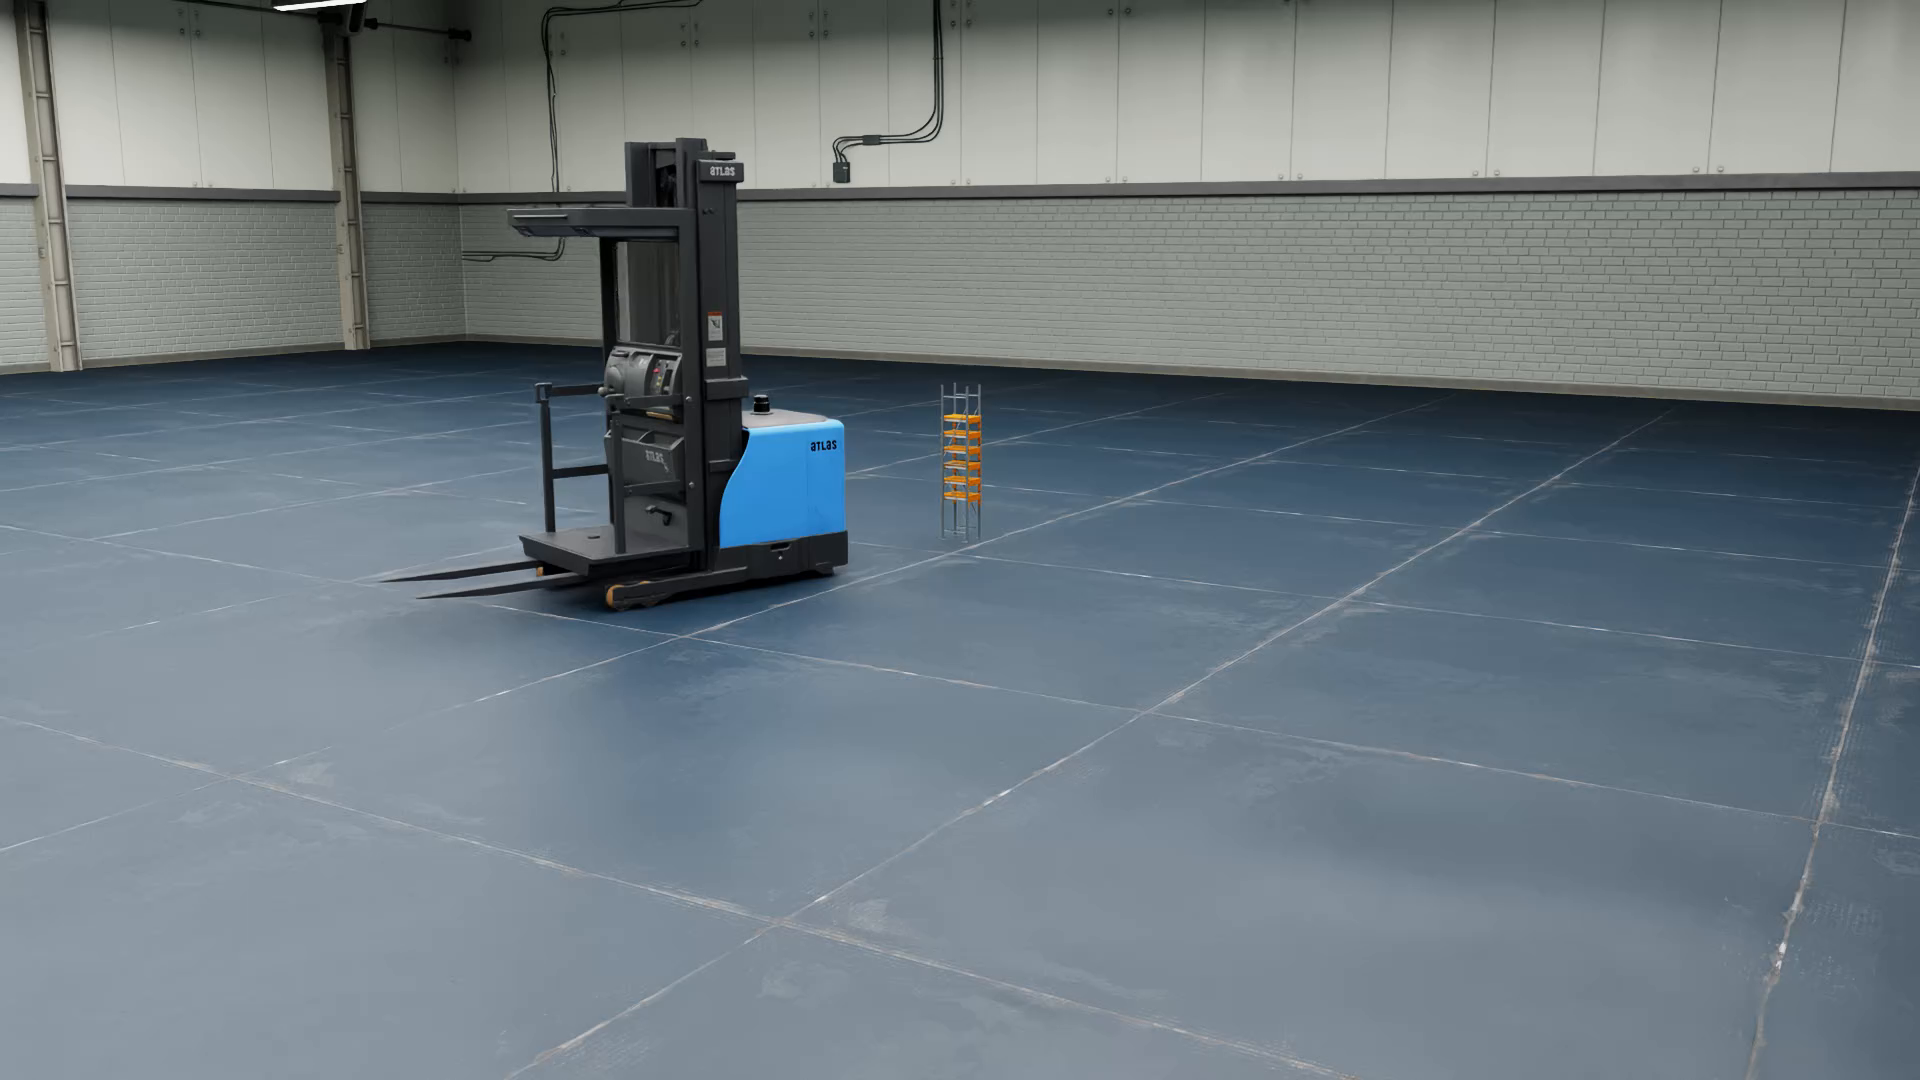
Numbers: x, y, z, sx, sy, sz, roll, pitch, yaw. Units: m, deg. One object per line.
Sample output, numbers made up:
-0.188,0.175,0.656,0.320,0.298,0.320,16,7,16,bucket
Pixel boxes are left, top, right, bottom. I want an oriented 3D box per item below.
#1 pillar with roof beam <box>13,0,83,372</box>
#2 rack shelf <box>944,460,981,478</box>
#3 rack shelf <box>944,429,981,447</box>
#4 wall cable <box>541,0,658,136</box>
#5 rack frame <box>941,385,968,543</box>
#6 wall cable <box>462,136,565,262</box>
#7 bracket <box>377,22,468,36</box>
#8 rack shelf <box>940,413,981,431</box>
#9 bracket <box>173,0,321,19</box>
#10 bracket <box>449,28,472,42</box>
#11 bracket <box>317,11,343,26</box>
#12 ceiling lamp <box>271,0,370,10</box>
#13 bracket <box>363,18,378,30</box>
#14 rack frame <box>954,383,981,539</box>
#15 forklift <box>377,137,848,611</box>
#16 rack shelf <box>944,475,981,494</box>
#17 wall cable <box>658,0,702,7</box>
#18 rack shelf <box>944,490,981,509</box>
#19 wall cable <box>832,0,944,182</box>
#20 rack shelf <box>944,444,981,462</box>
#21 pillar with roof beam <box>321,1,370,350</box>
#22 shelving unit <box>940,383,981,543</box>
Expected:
-11.503,-6.892,25.230,9.100,9.000,0.548,6,12,31,pillar with roof beam
0.008,-0.548,12.779,0.258,0.103,0.180,6,12,31,rack shelf
0.008,-0.784,12.734,0.258,0.103,0.180,6,12,31,rack shelf
-7.095,-9.282,32.708,3.097,2.526,0.112,6,12,31,wall cable
-0.040,-0.578,12.694,0.240,1.200,0.006,6,12,31,rack frame
-9.408,-7.058,34.553,3.097,2.526,0.112,6,12,31,wall cable
-10.625,-10.328,33.799,0.076,0.066,3.189,6,12,31,bracket
0.008,-0.902,12.712,0.258,0.103,0.180,6,12,31,rack shelf
-13.317,-9.512,29.442,0.076,0.066,4.783,6,12,31,bracket
-10.318,-10.421,34.295,0.235,0.232,0.430,6,12,31,bracket
-11.979,-9.917,31.607,0.235,0.232,0.430,6,12,31,bracket
-10.014,-10.055,26.261,2.000,3.185,0.800,6,12,31,ceiling lamp
-11.548,-10.048,32.304,0.235,0.232,0.430,6,12,31,bracket
0.055,-0.606,12.847,0.240,1.200,0.006,6,12,31,rack frame
-2.242,-1.103,10.796,3.031,2.935,1.130,-9,14,-39,forklift
0.008,-0.430,12.801,0.258,0.103,0.180,6,12,31,rack shelf
-4.450,-11.222,30.710,3.097,2.526,0.112,6,12,31,wall cable
0.008,-0.312,12.823,0.258,0.103,0.180,6,12,31,rack shelf
-1.302,-9.346,29.097,2.305,6.003,0.169,6,12,31,wall cable
0.008,-0.666,12.757,0.258,0.103,0.180,6,12,31,rack shelf
-8.388,-7.836,30.271,9.100,9.000,0.548,6,12,31,pillar with roof beam
0.008,-0.592,12.770,0.258,1.200,0.189,6,12,31,shelving unit
